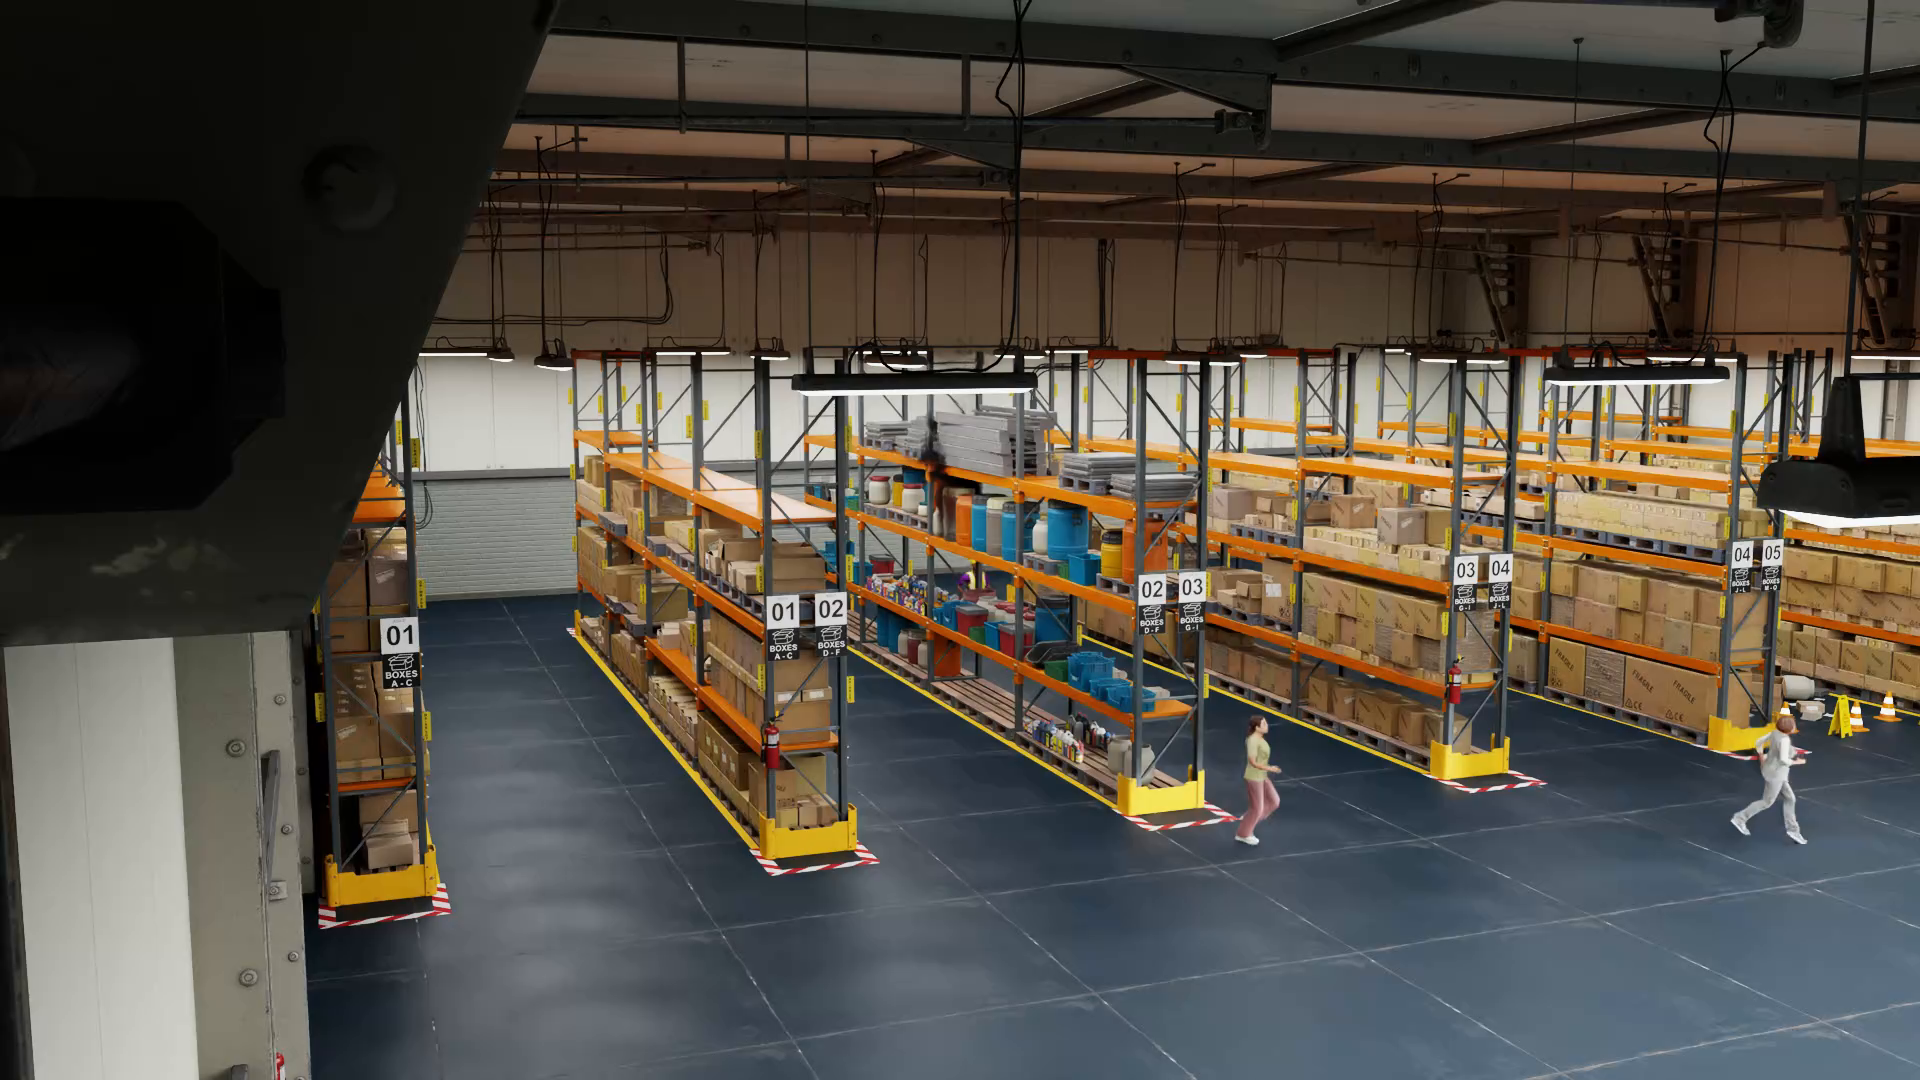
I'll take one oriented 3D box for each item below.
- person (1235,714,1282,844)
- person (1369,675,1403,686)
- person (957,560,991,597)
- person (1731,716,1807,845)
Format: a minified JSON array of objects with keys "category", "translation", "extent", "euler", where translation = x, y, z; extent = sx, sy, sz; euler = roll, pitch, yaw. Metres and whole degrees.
[{"category":"person","translation":[3.715,2.957,20.615],"extent":[0.573,1.633,0.600],"euler":[3,8,20]},{"category":"person","translation":[7.737,1.740,30.125],"extent":[0.601,1.695,0.891],"euler":[-5,9,-35]},{"category":"person","translation":[0.332,1.235,34.134],"extent":[0.723,1.735,0.769],"euler":[-4,8,-28]},{"category":"person","translation":[10.112,2.976,20.708],"extent":[0.892,1.616,0.562],"euler":[2,7,12]}]
